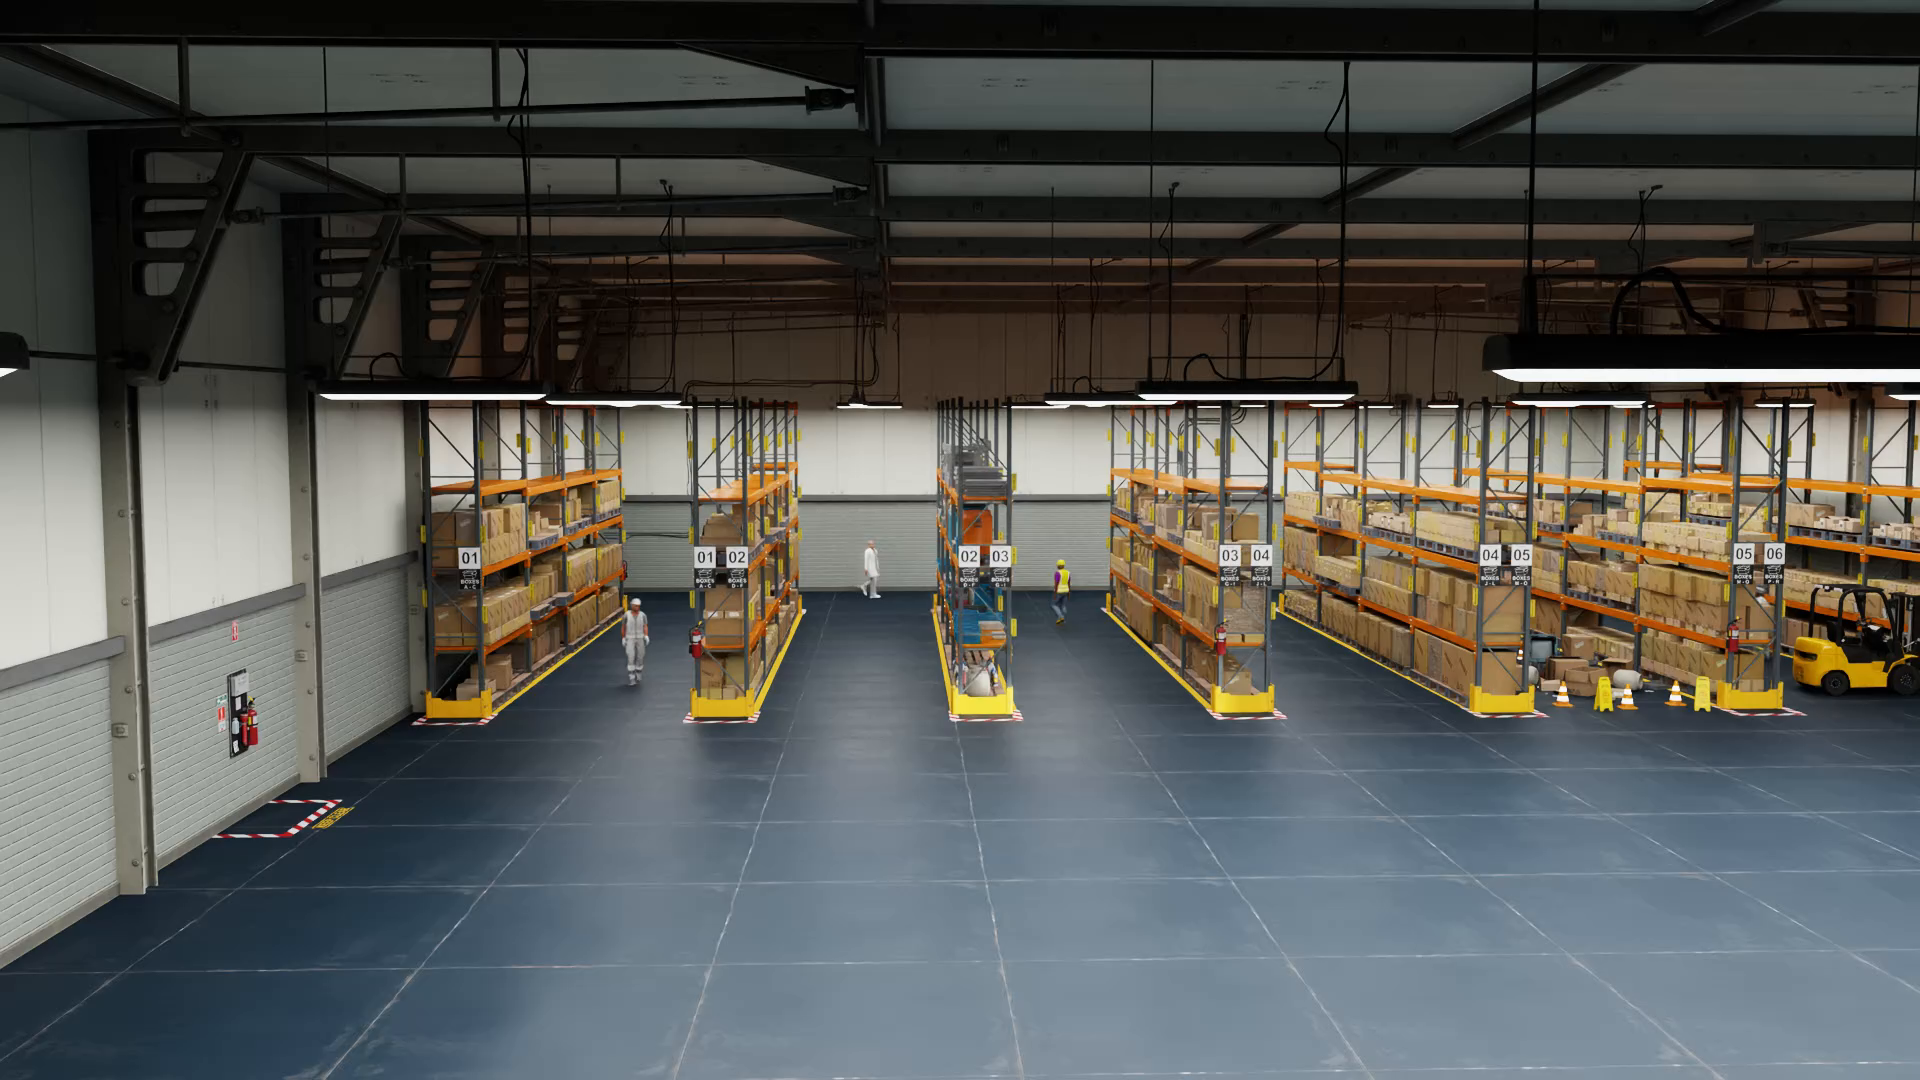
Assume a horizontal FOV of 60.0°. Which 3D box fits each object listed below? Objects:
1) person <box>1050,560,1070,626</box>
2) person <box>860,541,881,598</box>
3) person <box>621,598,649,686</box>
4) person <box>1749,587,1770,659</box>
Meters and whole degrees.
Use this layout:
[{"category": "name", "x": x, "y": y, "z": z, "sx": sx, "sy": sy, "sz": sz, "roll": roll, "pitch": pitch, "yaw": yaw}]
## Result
[{"category": "person", "x": 2.722, "y": 1.409, "z": 44.462, "sx": 0.616, "sy": 1.766, "sz": 0.467, "roll": -4, "pitch": 6, "yaw": -43}, {"category": "person", "x": -2.742, "y": 0.890, "z": 50.964, "sx": 0.728, "sy": 1.760, "sz": 0.565, "roll": 2, "pitch": 5, "yaw": 20}, {"category": "person", "x": -6.816, "y": 2.141, "z": 35.053, "sx": 0.551, "sy": 1.793, "sz": 0.710, "roll": -2, "pitch": 5, "yaw": -24}, {"category": "person", "x": 18.498, "y": 1.944, "z": 38.413, "sx": 0.454, "sy": 1.723, "sz": 0.552, "roll": -1, "pitch": 5, "yaw": -18}]
